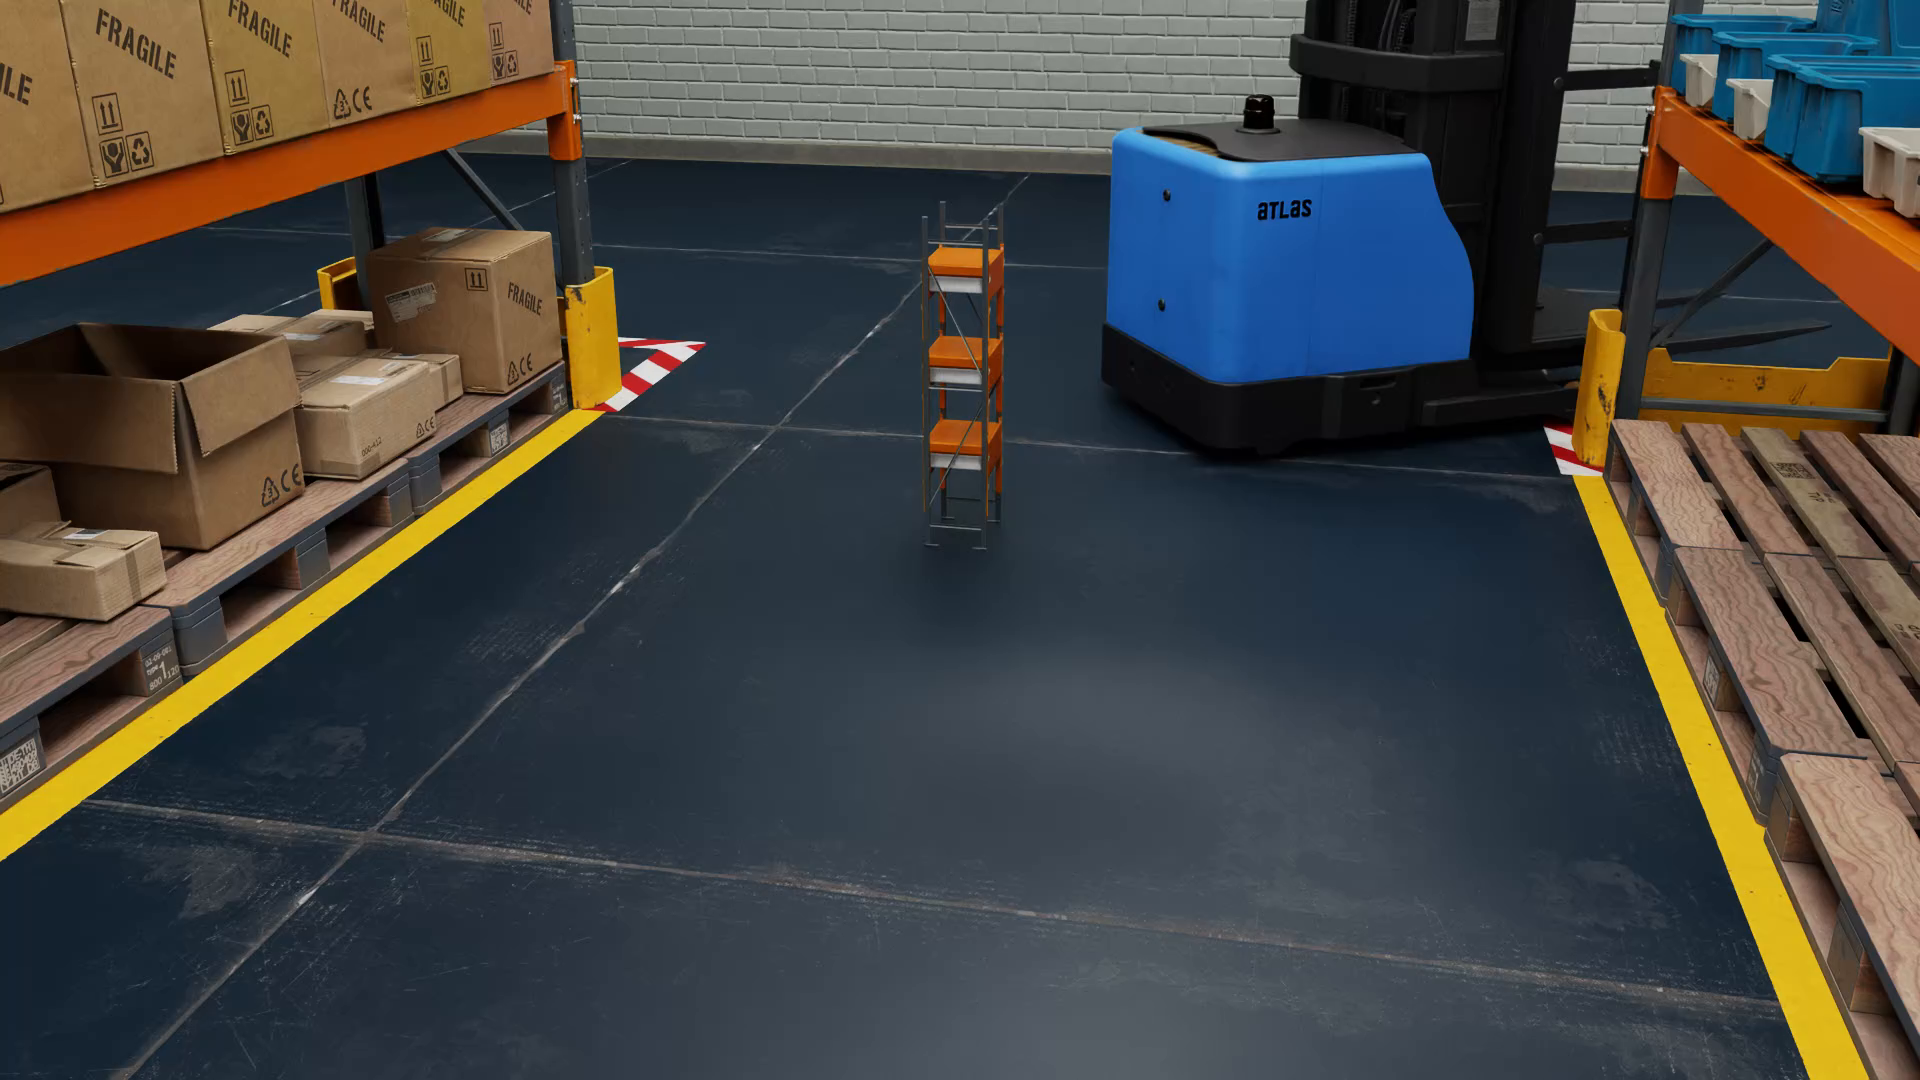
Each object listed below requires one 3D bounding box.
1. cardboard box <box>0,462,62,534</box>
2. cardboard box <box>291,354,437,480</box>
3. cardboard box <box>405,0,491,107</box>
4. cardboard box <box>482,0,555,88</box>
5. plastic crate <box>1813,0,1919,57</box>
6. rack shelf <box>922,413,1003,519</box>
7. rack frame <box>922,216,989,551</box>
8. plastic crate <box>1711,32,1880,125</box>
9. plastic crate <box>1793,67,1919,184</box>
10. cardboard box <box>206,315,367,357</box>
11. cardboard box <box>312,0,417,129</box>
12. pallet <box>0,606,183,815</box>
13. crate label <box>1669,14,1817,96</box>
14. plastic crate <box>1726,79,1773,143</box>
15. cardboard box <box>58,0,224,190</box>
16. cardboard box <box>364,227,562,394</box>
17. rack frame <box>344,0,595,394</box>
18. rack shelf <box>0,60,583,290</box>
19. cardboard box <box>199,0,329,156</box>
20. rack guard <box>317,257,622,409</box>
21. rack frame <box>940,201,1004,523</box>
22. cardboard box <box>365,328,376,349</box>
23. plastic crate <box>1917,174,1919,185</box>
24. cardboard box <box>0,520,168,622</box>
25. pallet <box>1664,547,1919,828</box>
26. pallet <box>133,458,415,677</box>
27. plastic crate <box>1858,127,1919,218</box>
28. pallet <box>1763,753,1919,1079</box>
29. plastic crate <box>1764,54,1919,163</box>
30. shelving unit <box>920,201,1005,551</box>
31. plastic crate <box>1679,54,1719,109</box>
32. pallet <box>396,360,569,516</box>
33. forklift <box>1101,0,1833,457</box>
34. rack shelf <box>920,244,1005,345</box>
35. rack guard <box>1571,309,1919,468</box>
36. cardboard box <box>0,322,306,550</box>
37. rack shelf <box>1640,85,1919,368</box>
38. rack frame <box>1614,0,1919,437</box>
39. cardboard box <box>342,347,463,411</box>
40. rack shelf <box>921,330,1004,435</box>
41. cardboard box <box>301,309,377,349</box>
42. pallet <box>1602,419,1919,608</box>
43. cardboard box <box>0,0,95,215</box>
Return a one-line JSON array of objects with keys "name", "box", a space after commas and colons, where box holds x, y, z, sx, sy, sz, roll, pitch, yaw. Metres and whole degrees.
[{"name": "cardboard box", "box": [-2.809, -0.044, 4.458, 0.500, 0.311, 0.500, 4, 22, 11]}, {"name": "cardboard box", "box": [-2.078, -0.412, 5.452, 0.500, 0.250, 0.500, 4, 22, 11]}, {"name": "cardboard box", "box": [-1.912, -1.718, 5.469, 0.500, 0.500, 0.500, 5, 22, 11]}, {"name": "cardboard box", "box": [-1.810, -1.908, 5.941, 0.500, 0.500, 0.500, 5, 23, 13]}, {"name": "plastic crate", "box": [2.978, -1.574, 5.120, 0.616, 0.435, 0.499, 4, 22, 11]}, {"name": "rack shelf", "box": [0.011, -0.239, 5.314, 0.215, 0.259, 0.240, 4, 22, 11]}, {"name": "rack frame", "box": [-0.014, -0.462, 5.095, 0.200, 1.050, 0.008, 4, 22, 11]}, {"name": "plastic crate", "box": [2.357, -1.311, 4.737, 0.416, 0.233, 0.300, 4, 22, 11]}, {"name": "plastic crate", "box": [2.161, -0.960, 3.867, 0.416, 0.233, 0.300, 4, 22, 11]}, {"name": "cardboard box", "box": [-2.475, -0.614, 5.955, 0.500, 0.250, 0.500, 4, 22, 11]}, {"name": "cardboard box", "box": [-2.019, -1.536, 5.017, 0.500, 0.500, 0.500, 5, 22, 11]}, {"name": "pallet", "box": [-2.660, 0.460, 3.930, 1.003, 0.211, 1.213, 4, 22, 11]}, {"name": "crate label", "box": [2.491, -1.552, 5.335, 0.416, 0.233, 0.303, 4, 22, 11]}, {"name": "plastic crate", "box": [2.206, -1.148, 4.461, 0.250, 0.136, 0.298, 4, 22, 11]}, {"name": "cardboard box", "box": [-2.225, -1.165, 4.098, 0.500, 0.500, 0.500, 4, 22, 11]}, {"name": "cardboard box", "box": [-1.855, -0.873, 6.262, 0.500, 0.500, 0.500, 4, 22, 11]}, {"name": "rack frame", "box": [-1.985, -2.046, 6.418, 1.000, 3.000, 0.127, 4, 22, 11]}, {"name": "rack shelf", "box": [-2.393, -0.981, 4.736, 1.077, 0.370, 4.000, 4, 22, 11]}, {"name": "cardboard box", "box": [-2.122, -1.351, 4.560, 0.500, 0.500, 0.500, 4, 22, 10]}, {"name": "rack guard", "box": [-2.000, -0.858, 6.816, 1.175, 0.500, 0.348, 4, 22, 11]}, {"name": "rack frame", "box": [0.036, -0.551, 5.317, 0.200, 1.050, 0.008, 4, 22, 11]}, {"name": "cardboard box", "box": [-2.458, -0.717, 6.323, 0.380, 0.166, 0.250, 4, 22, 11]}, {"name": "plastic crate", "box": [2.013, -0.534, 2.952, 0.437, 0.125, 0.590, 4, 22, 11]}, {"name": "cardboard box", "box": [-2.337, 0.073, 4.360, 0.380, 0.166, 0.250, 4, 22, 11]}, {"name": "pallet", "box": [2.406, 0.370, 4.152, 1.003, 0.211, 1.213, 4, 22, 11]}, {"name": "pallet", "box": [-2.413, 0.012, 5.041, 1.003, 0.211, 1.213, 4, 22, 11]}, {"name": "plastic crate", "box": [2.108, -0.769, 3.521, 0.293, 0.136, 0.466, 4, 22, 11]}, {"name": "pallet", "box": [2.159, 0.818, 3.041, 1.003, 0.211, 1.213, 4, 22, 11]}, {"name": "plastic crate", "box": [2.222, -1.070, 4.139, 0.416, 0.233, 0.300, 4, 22, 11]}, {"name": "shelving unit", "box": [0.011, -0.507, 5.206, 0.215, 1.050, 0.252, 4, 22, 11]}, {"name": "plastic crate", "box": [2.344, -1.396, 5.077, 0.250, 0.136, 0.298, 4, 22, 11]}, {"name": "pallet", "box": [-2.162, -0.433, 6.146, 1.003, 0.211, 1.213, 4, 22, 11]}, {"name": "forklift", "box": [2.148, -1.984, 6.357, 3.031, 2.935, 1.130, -8, 23, -18]}, {"name": "rack shelf", "box": [0.011, -0.760, 5.104, 0.215, 0.259, 0.240, 4, 22, 11]}, {"name": "rack guard", "box": [2.856, -0.517, 5.968, 1.175, 0.500, 0.348, 4, 22, 11]}, {"name": "cardboard box", "box": [-2.423, -0.316, 4.877, 0.797, 0.503, 0.637, 4, 22, 11]}, {"name": "rack shelf", "box": [2.455, -0.602, 3.795, 1.077, 0.370, 4.000, 4, 22, 11]}, {"name": "rack frame", "box": [2.864, -1.667, 5.477, 1.000, 3.000, 0.127, 4, 22, 11]}, {"name": "cardboard box", "box": [-2.025, -0.577, 5.974, 0.380, 0.166, 0.250, 4, 22, 11]}, {"name": "rack shelf", "box": [0.011, -0.497, 5.210, 0.215, 0.259, 0.240, 4, 22, 11]}, {"name": "cardboard box", "box": [-2.407, -0.800, 6.553, 0.380, 0.149, 0.250, 4, 22, 11]}, {"name": "pallet", "box": [2.657, -0.075, 5.256, 1.003, 0.211, 1.213, 4, 22, 11]}, {"name": "cardboard box", "box": [-2.329, -0.982, 3.644, 0.500, 0.500, 0.500, 5, 22, 12]}]
